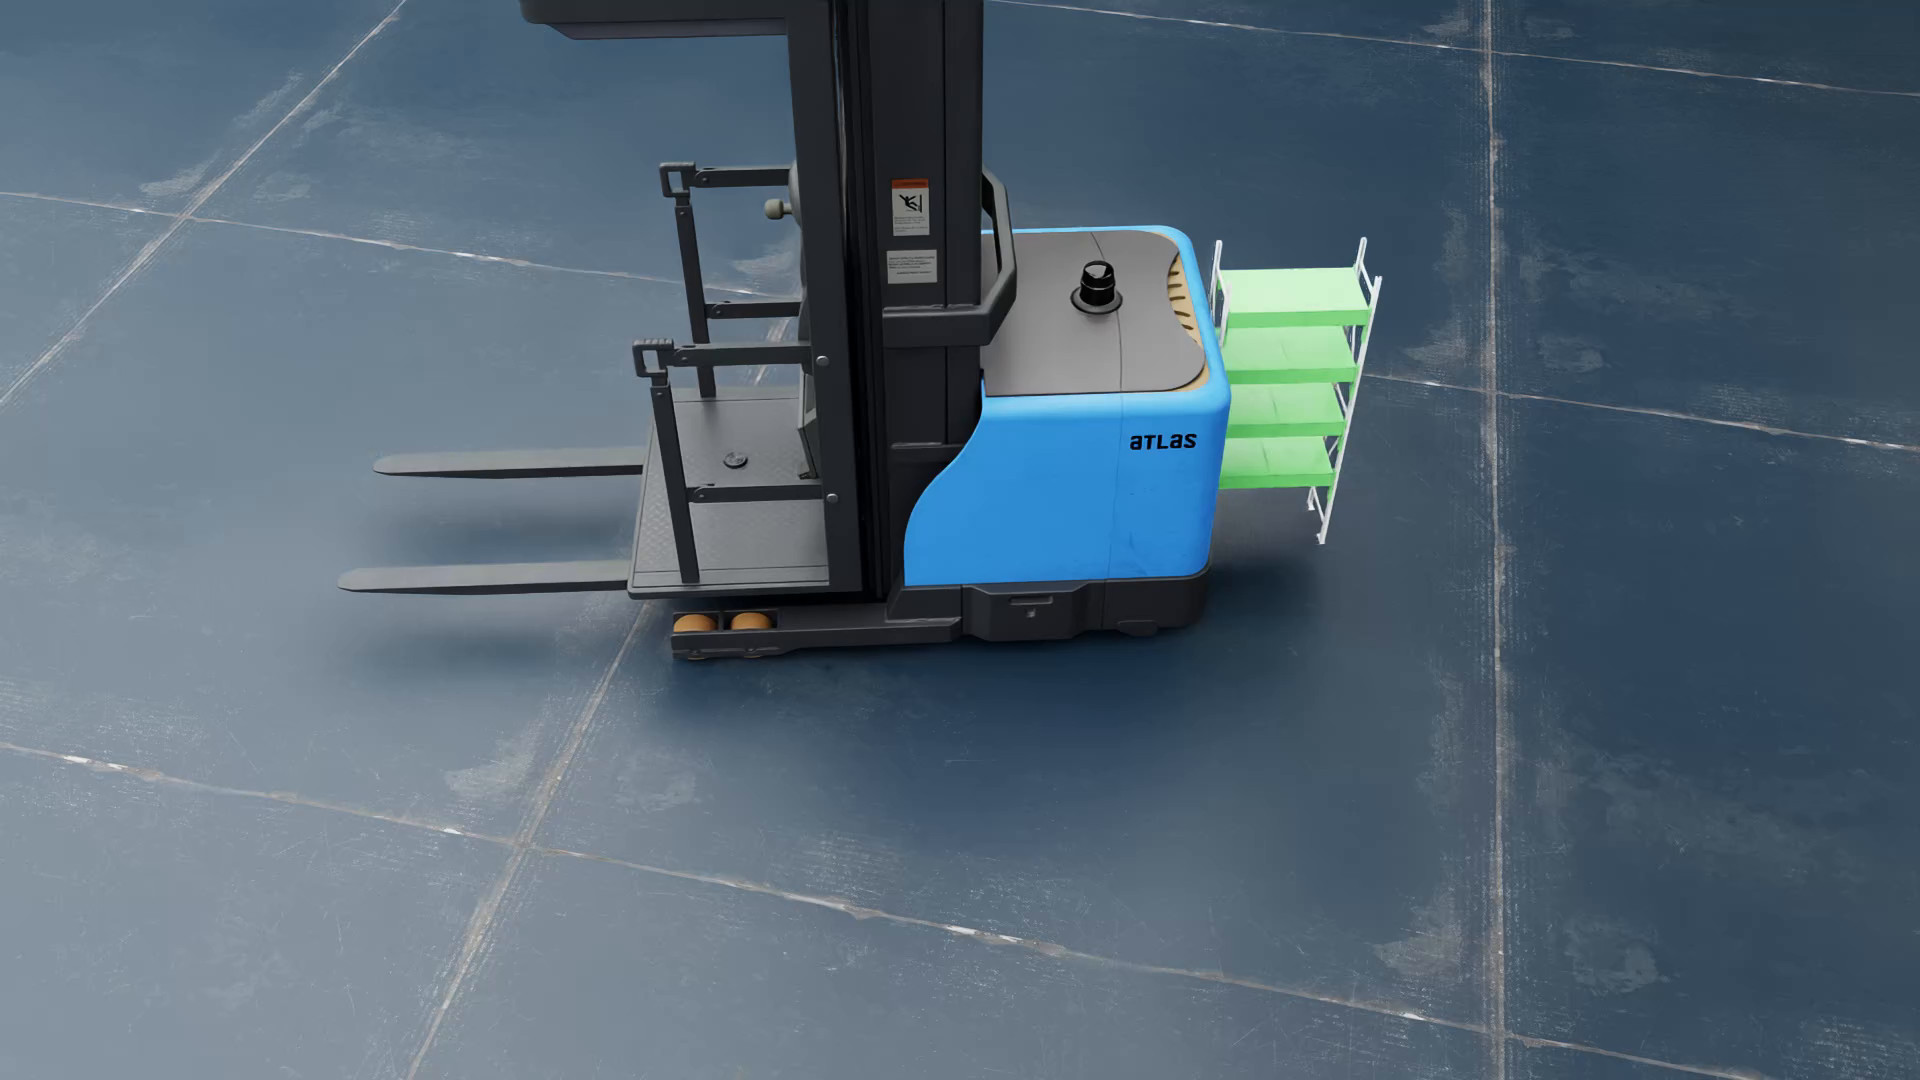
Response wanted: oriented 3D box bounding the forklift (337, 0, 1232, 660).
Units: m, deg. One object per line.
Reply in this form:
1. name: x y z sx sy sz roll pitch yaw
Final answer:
1. forklift: -0.665 -1.015 5.191 3.031 2.935 1.130 -2 44 -2

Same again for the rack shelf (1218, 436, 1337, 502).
1. rack shelf: 1.109 -0.272 6.104 0.480 0.148 0.258 -2 44 -2

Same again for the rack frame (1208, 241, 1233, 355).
1. rack frame: 0.867 -0.484 5.884 0.015 1.200 0.240 -2 44 -2

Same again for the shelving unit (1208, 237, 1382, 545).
1. shelving unit: 1.111 -0.491 5.893 0.503 1.200 0.258 -2 44 -2

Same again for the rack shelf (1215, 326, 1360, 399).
1. rack shelf: 1.112 -0.618 5.771 0.480 0.148 0.258 -2 44 -2

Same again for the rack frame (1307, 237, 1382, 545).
1. rack frame: 1.354 -0.498 5.902 0.015 1.200 0.240 -2 44 -2

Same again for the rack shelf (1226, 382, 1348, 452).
1. rack shelf: 1.110 -0.445 5.937 0.480 0.148 0.258 -2 44 -2

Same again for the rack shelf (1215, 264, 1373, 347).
1. rack shelf: 1.113 -0.791 5.604 0.480 0.148 0.258 -2 44 -2
